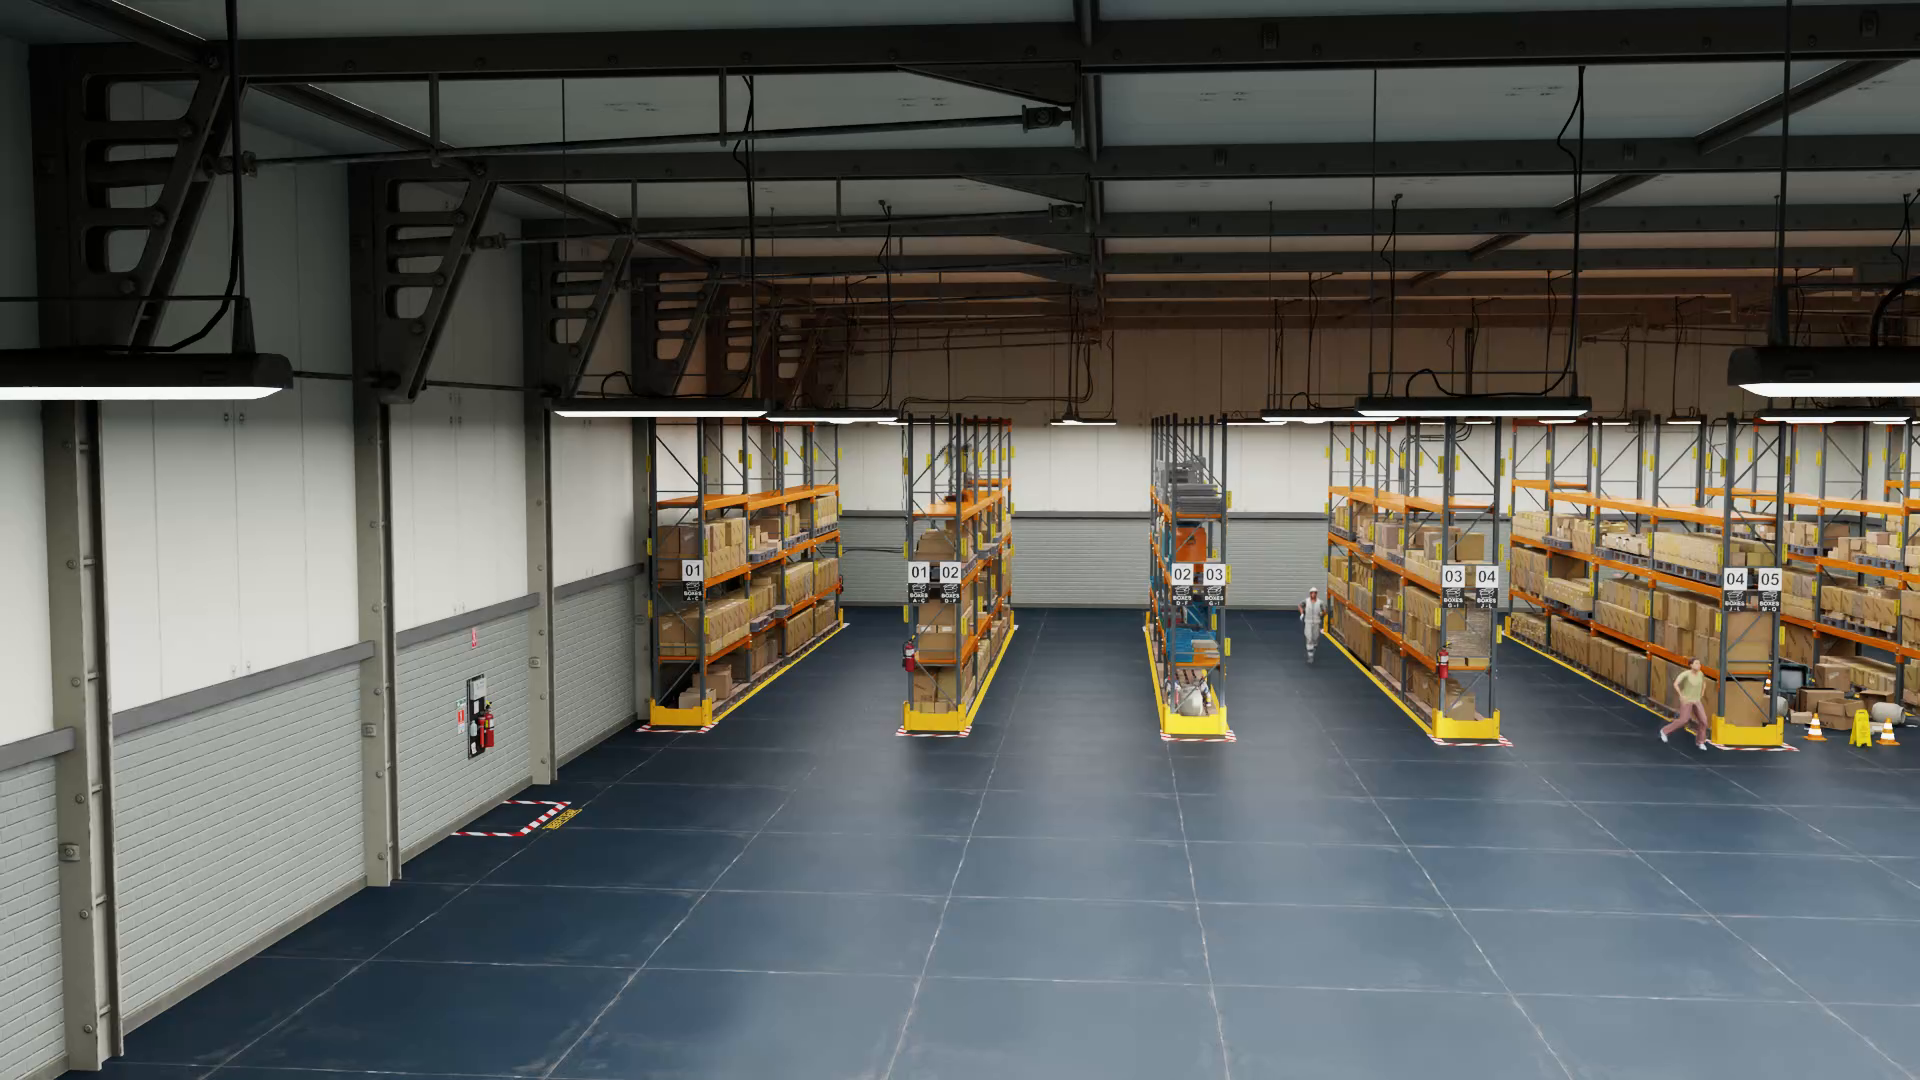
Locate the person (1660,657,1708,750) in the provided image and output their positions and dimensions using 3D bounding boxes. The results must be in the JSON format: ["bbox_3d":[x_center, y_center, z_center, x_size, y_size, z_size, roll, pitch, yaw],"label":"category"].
[{"bbox_3d":[13.070,2.922,29.850,0.792,1.667,0.676,-1,4,-19],"label":"person"}]

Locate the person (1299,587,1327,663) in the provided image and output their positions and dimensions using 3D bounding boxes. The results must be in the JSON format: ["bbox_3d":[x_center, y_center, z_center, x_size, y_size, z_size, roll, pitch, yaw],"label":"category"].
[{"bbox_3d":[8.672,2.062,40.856,0.651,1.805,0.983,0,4,7],"label":"person"}]

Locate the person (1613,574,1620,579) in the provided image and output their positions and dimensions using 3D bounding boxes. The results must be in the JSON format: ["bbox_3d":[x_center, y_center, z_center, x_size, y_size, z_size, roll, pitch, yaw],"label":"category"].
[{"bbox_3d":[17.742,1.825,44.862,0.640,1.835,0.908,-1,4,-17],"label":"person"}]
